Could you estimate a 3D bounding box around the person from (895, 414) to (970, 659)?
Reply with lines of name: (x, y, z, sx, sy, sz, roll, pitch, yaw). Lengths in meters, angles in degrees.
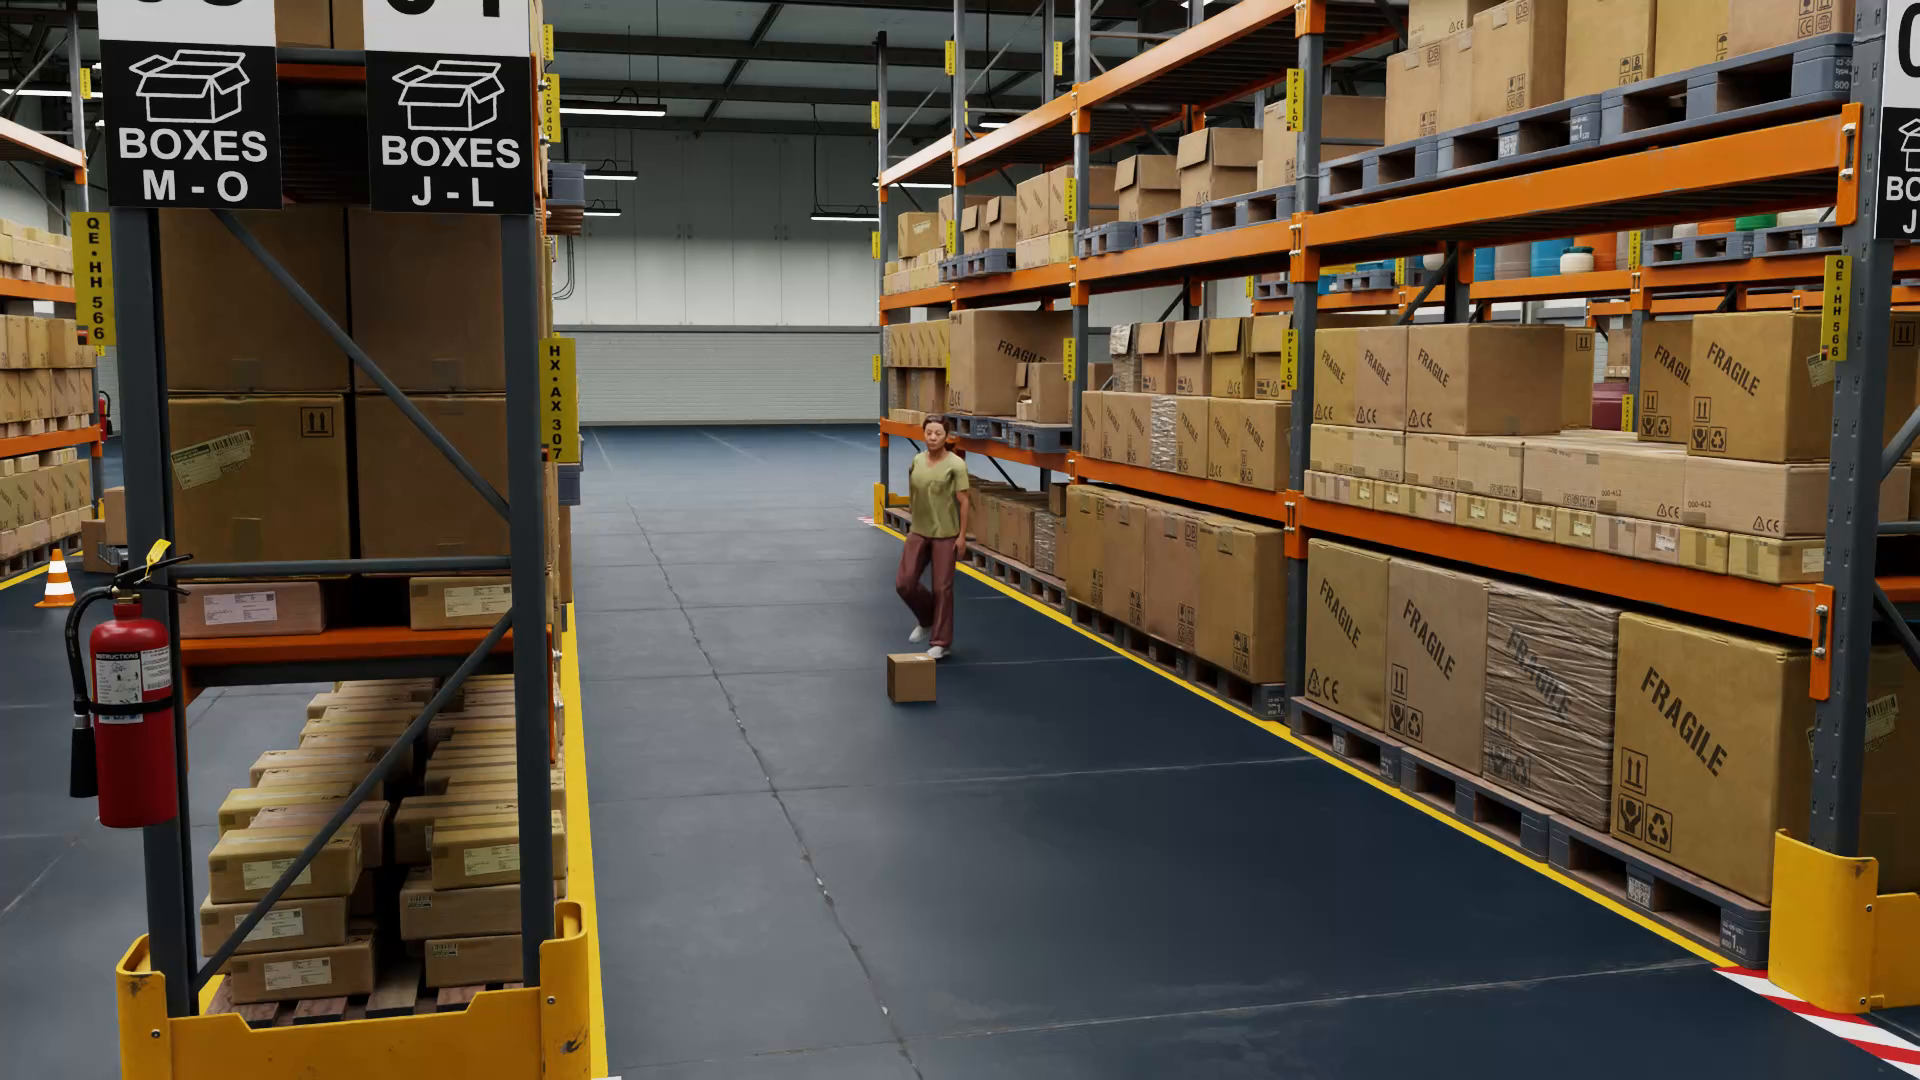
person: (-0.153, -0.027, 11.290, 0.508, 1.663, 0.489, 3, 7, 26)
